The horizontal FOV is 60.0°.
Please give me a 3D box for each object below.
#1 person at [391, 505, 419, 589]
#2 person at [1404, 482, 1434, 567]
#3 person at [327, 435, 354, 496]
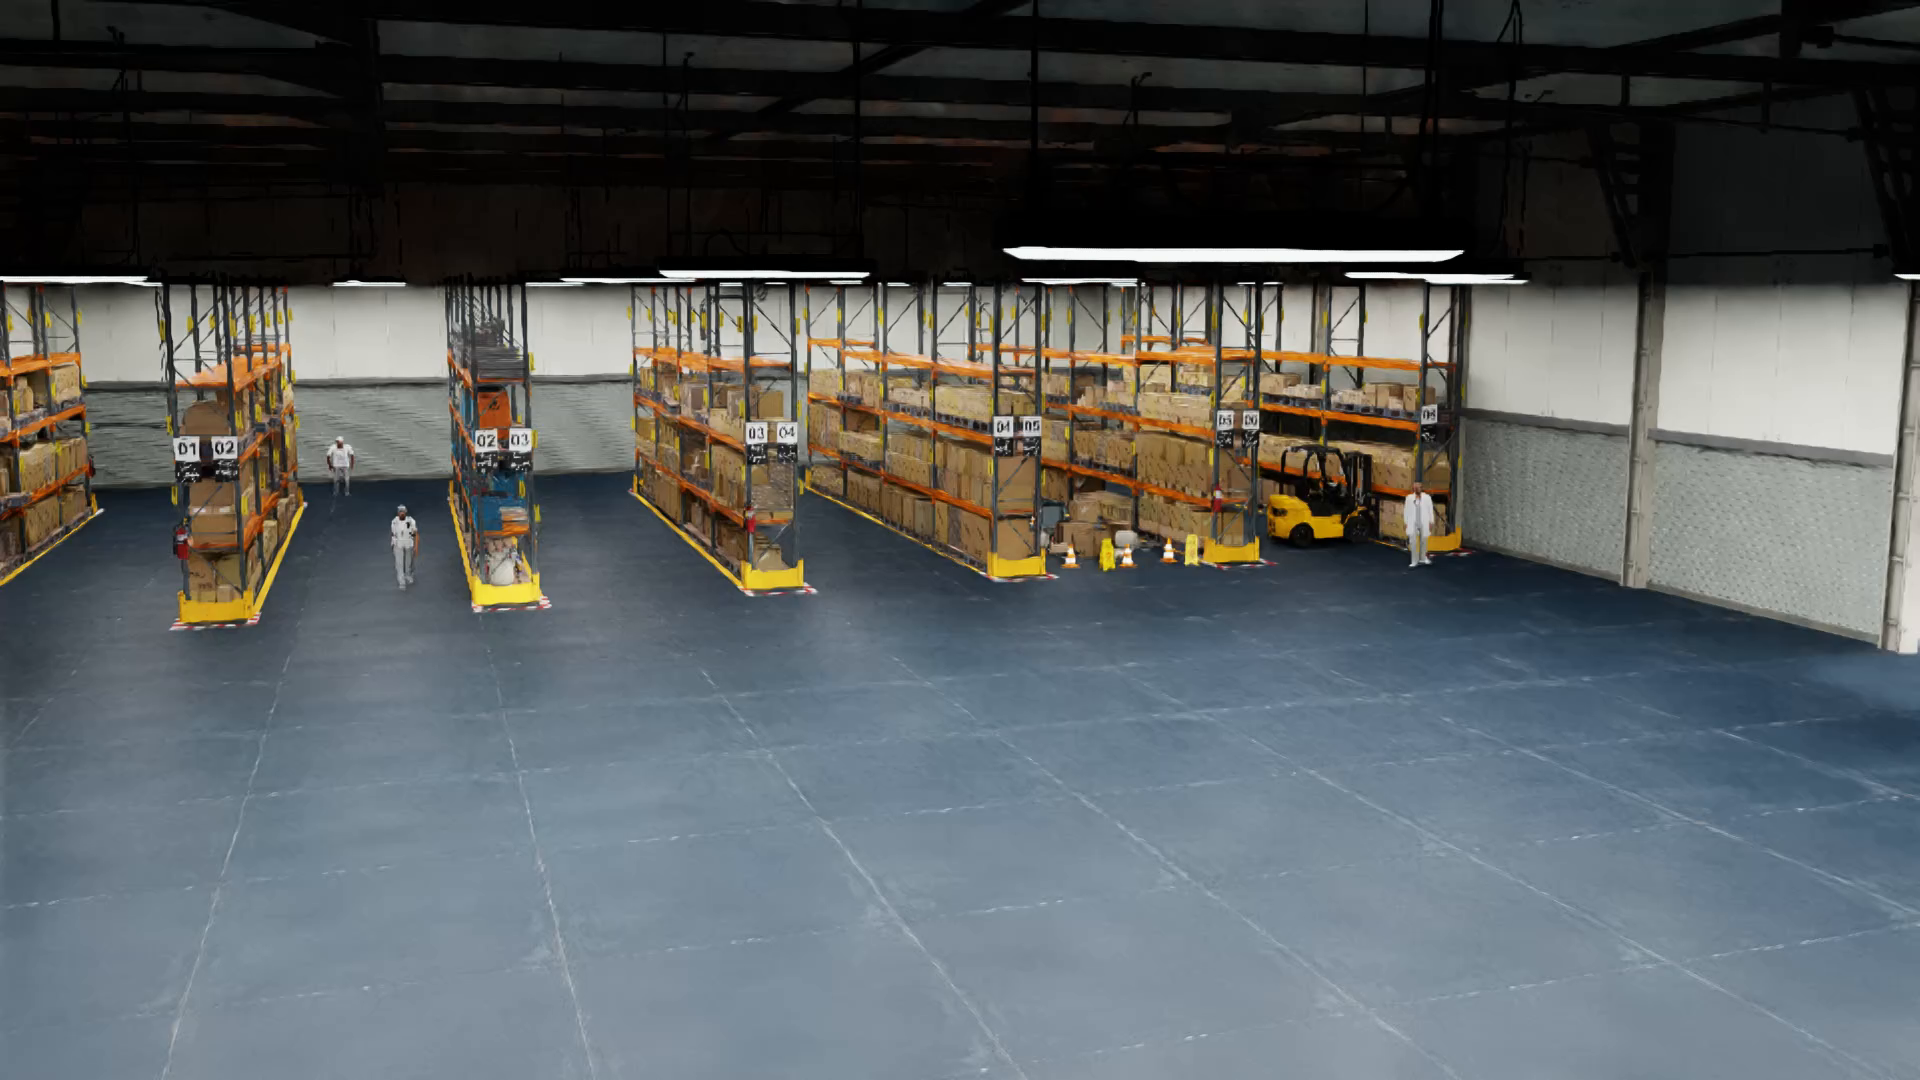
[{"bbox_3d":[-10.685,0.106,32.039,0.493,1.605,1.000,-3,9,-19],"label":"person"},{"bbox_3d":[9.535,-0.346,34.553,0.611,1.766,0.630,3,9,17],"label":"person"},{"bbox_3d":[-17.130,-2.051,46.009,0.719,1.714,0.578,-3,9,-20],"label":"person"}]
